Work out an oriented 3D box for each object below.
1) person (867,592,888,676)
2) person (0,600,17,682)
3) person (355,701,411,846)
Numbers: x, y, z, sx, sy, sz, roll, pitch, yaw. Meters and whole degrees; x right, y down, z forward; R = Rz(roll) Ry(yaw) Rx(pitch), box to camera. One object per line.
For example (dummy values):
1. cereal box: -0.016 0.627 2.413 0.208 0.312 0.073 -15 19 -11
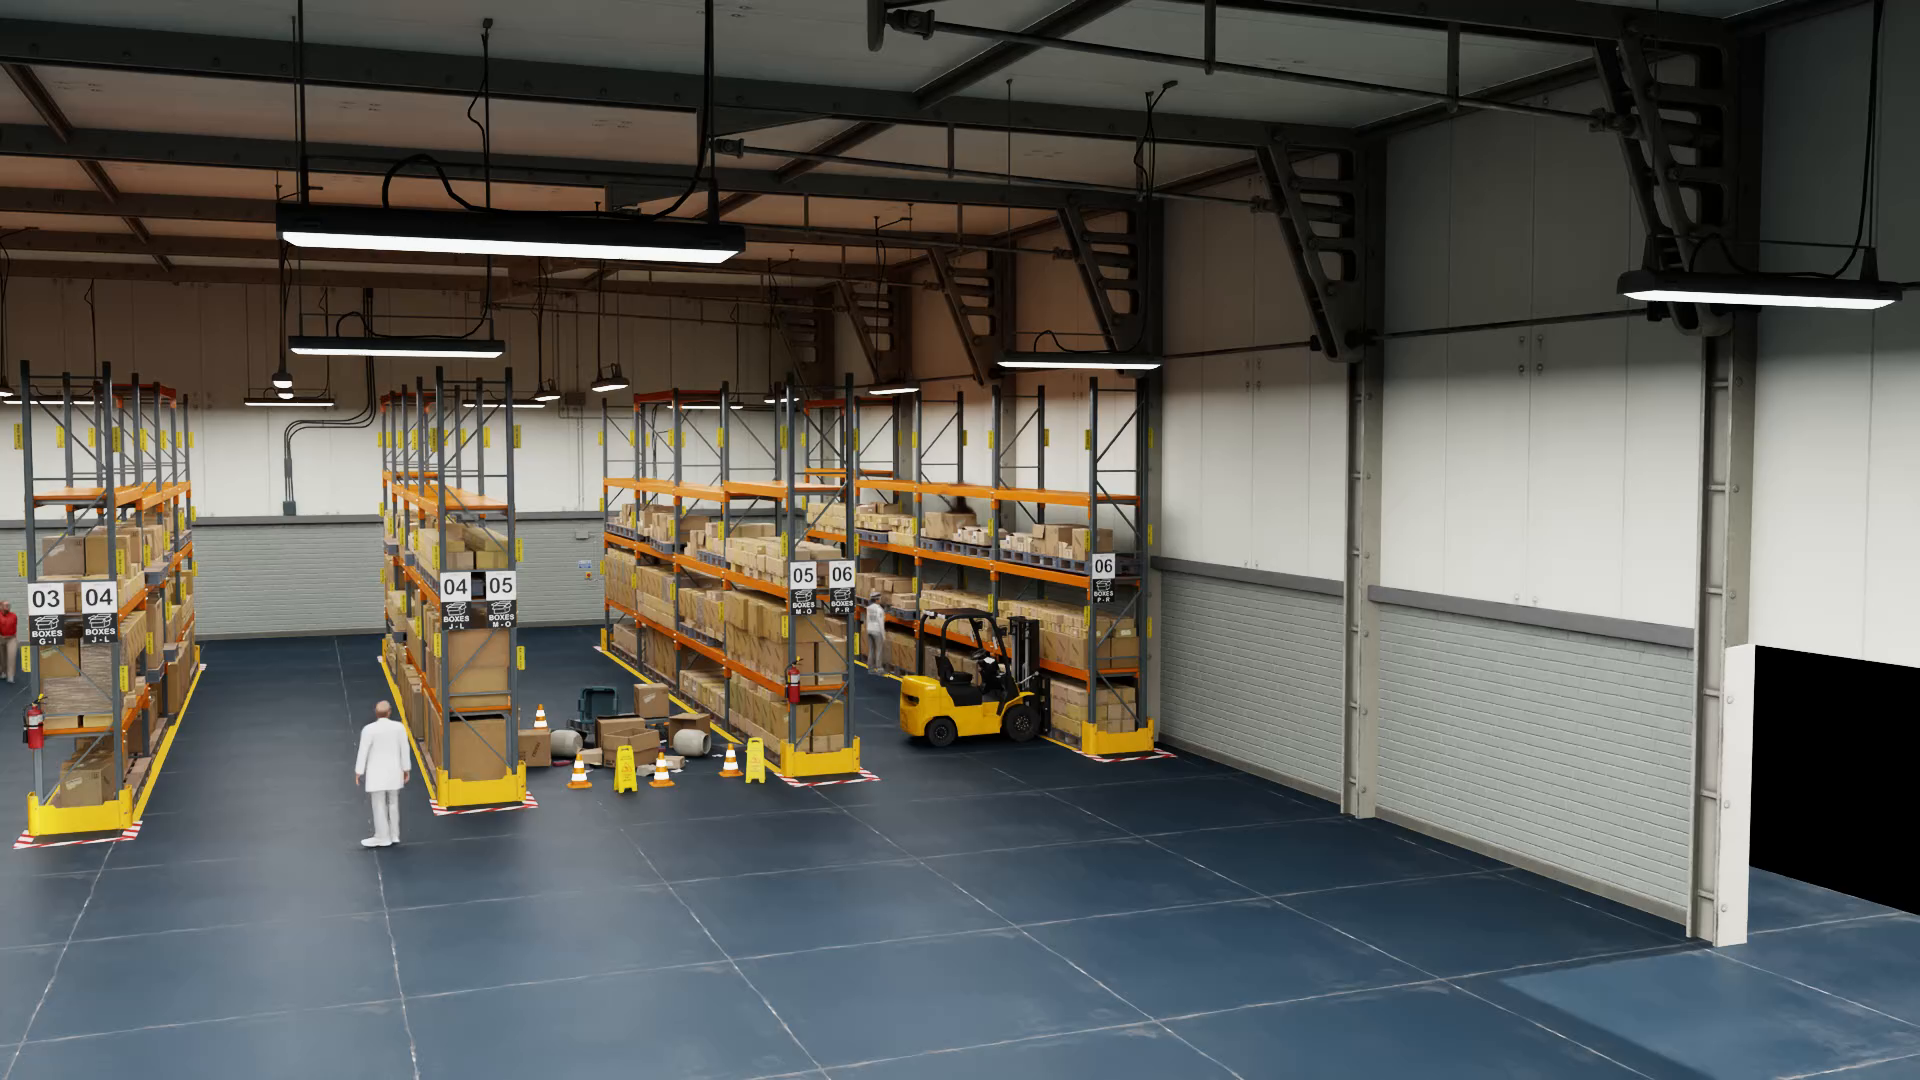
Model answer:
1. person: -1.655 1.871 33.295 0.386 1.682 0.531 -3 4 -39
2. person: -19.776 2.080 34.392 0.476 1.660 1.060 -1 4 -23
3. person: -7.118 2.886 20.537 0.656 1.814 0.428 -2 4 -36
